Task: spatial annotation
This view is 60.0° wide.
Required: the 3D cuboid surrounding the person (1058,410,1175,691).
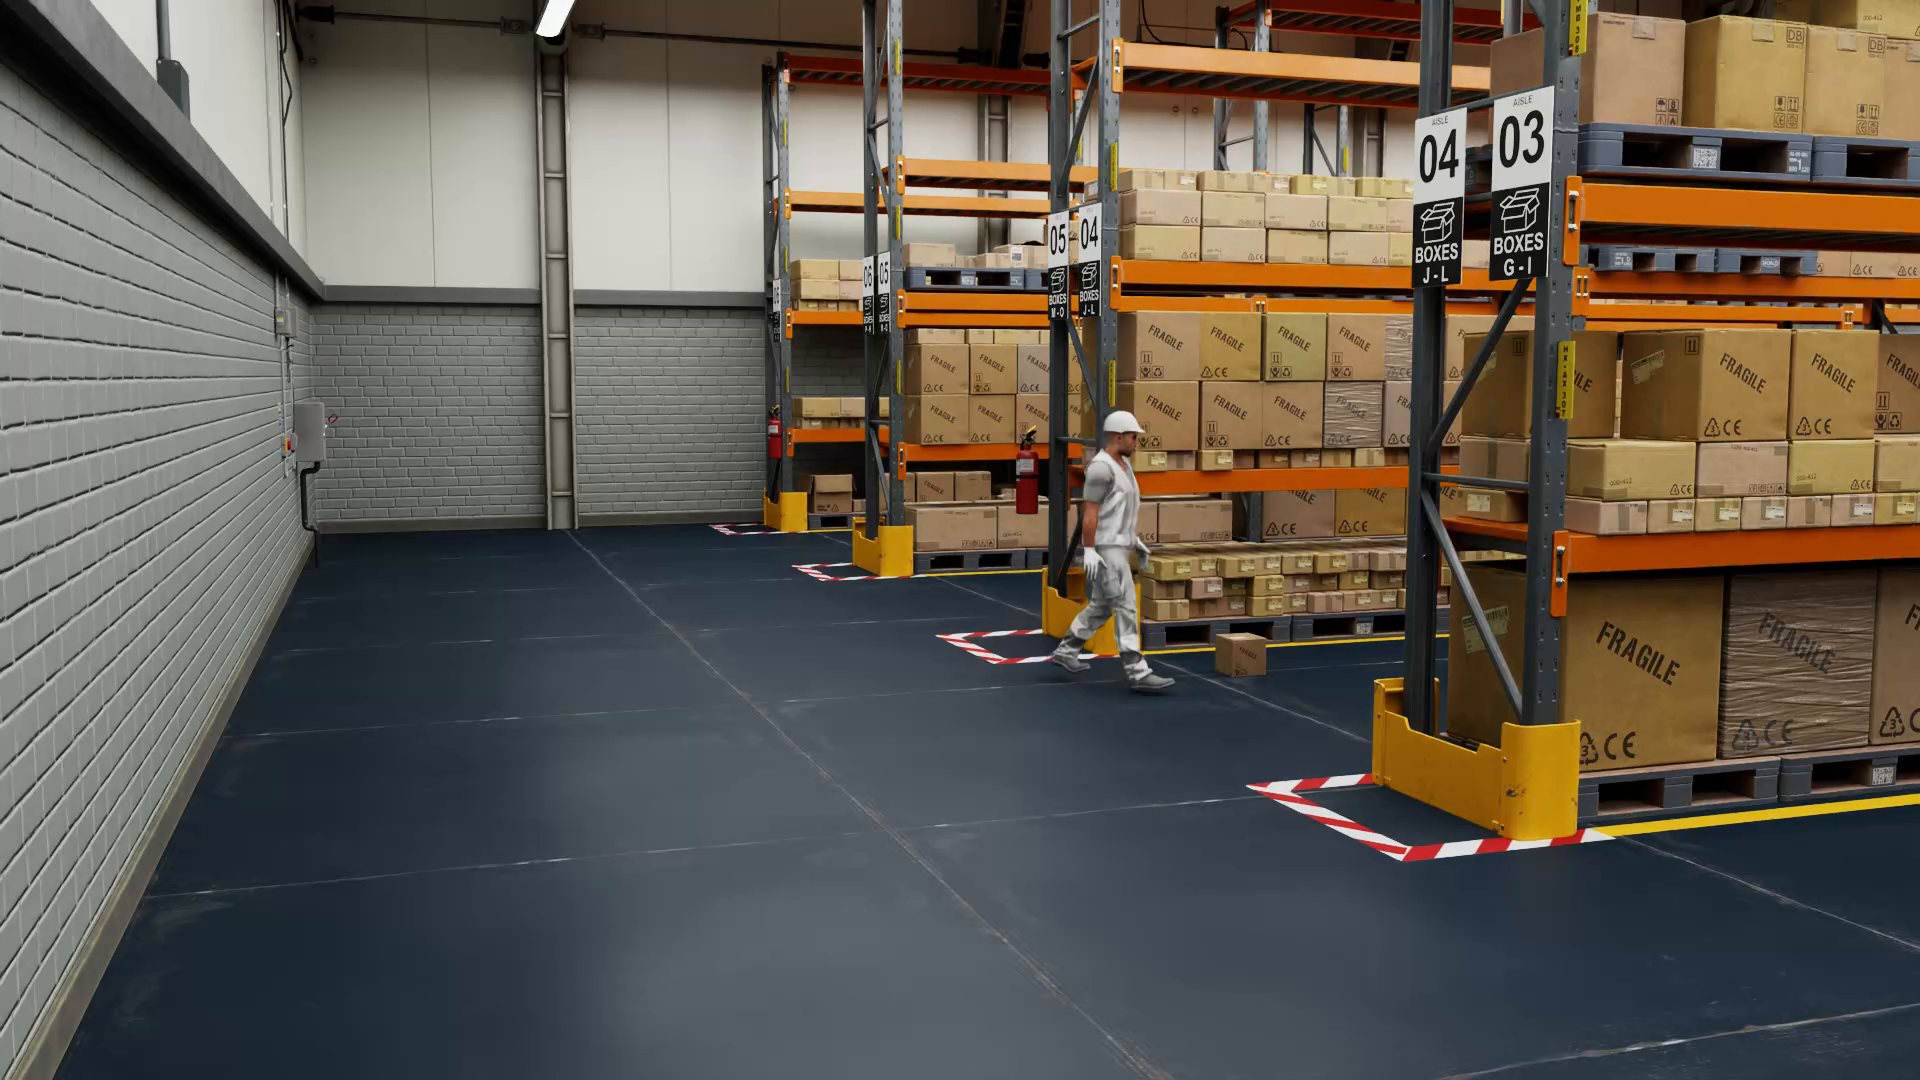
[{"bbox_3d":[0.995,0.056,10.628,0.873,1.765,0.582,3,6,25],"label":"person"}]
